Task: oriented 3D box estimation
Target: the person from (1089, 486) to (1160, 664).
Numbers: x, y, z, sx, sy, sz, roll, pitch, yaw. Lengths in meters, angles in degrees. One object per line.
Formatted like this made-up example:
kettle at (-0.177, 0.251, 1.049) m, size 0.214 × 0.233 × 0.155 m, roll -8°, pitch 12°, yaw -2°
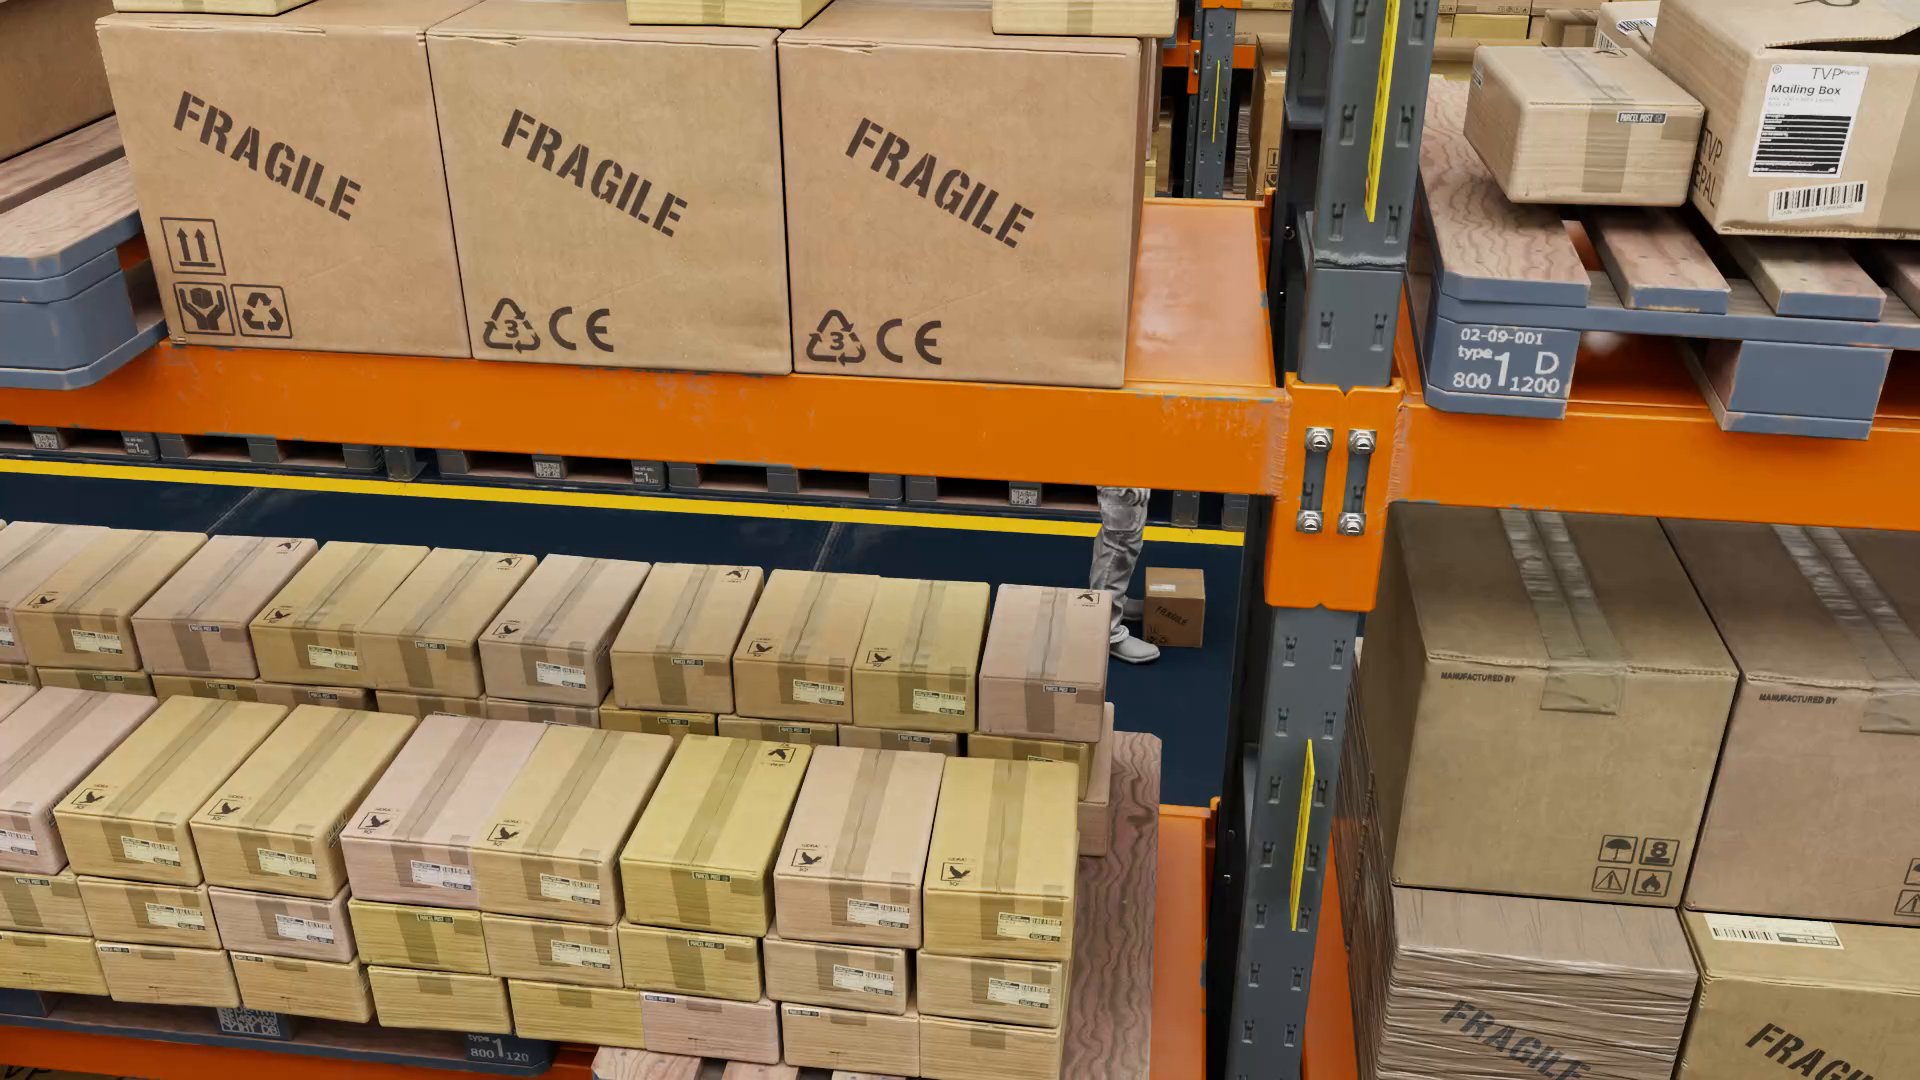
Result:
person at (0.691, -0.386, 6.833) m, size 0.448 × 1.775 × 0.616 m, roll 3°, pitch 28°, yaw 6°
